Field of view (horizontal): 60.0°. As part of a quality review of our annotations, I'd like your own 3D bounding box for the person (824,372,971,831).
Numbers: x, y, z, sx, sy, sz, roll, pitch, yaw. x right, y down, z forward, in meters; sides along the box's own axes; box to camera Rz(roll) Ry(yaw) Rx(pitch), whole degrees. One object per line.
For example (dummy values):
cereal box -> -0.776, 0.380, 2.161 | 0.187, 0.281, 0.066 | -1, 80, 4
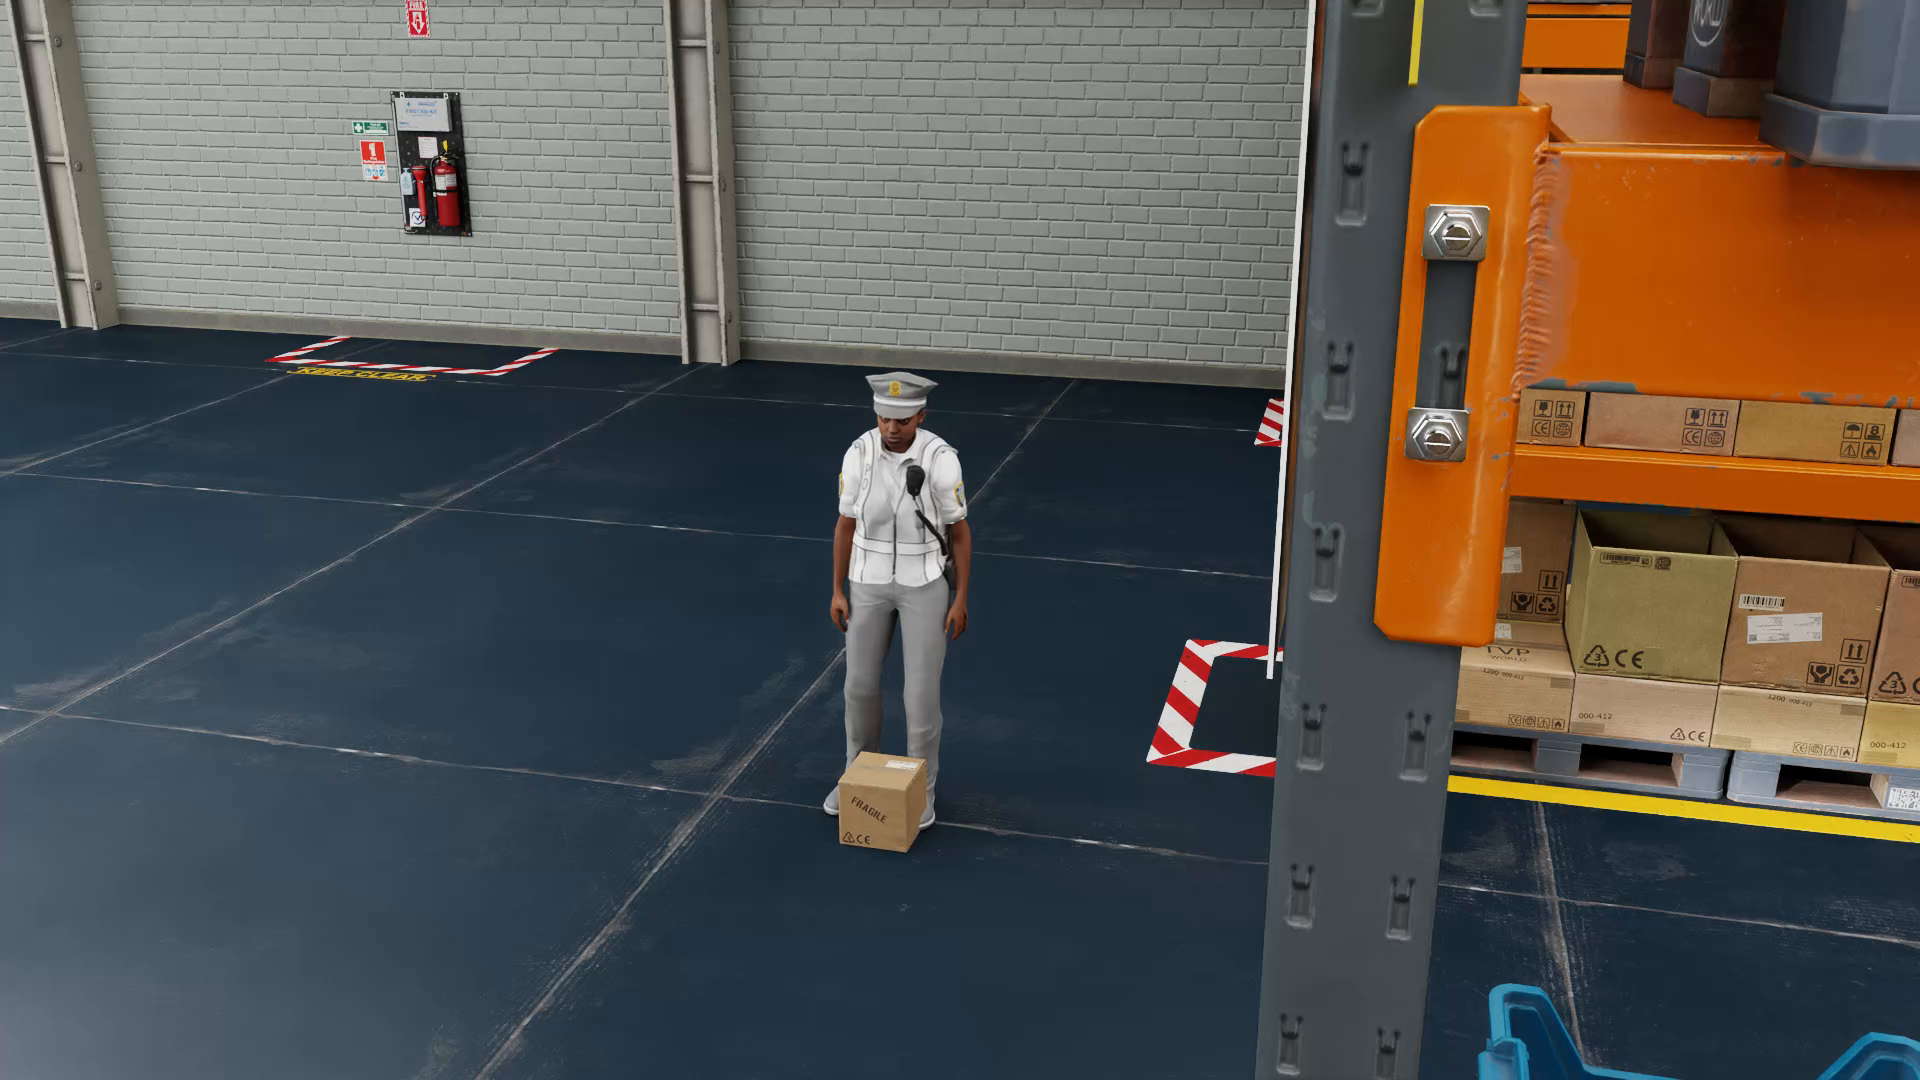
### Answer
person -> -0.228, 0.201, 5.949 | 0.531, 1.664, 0.420 | 4, 19, 11
